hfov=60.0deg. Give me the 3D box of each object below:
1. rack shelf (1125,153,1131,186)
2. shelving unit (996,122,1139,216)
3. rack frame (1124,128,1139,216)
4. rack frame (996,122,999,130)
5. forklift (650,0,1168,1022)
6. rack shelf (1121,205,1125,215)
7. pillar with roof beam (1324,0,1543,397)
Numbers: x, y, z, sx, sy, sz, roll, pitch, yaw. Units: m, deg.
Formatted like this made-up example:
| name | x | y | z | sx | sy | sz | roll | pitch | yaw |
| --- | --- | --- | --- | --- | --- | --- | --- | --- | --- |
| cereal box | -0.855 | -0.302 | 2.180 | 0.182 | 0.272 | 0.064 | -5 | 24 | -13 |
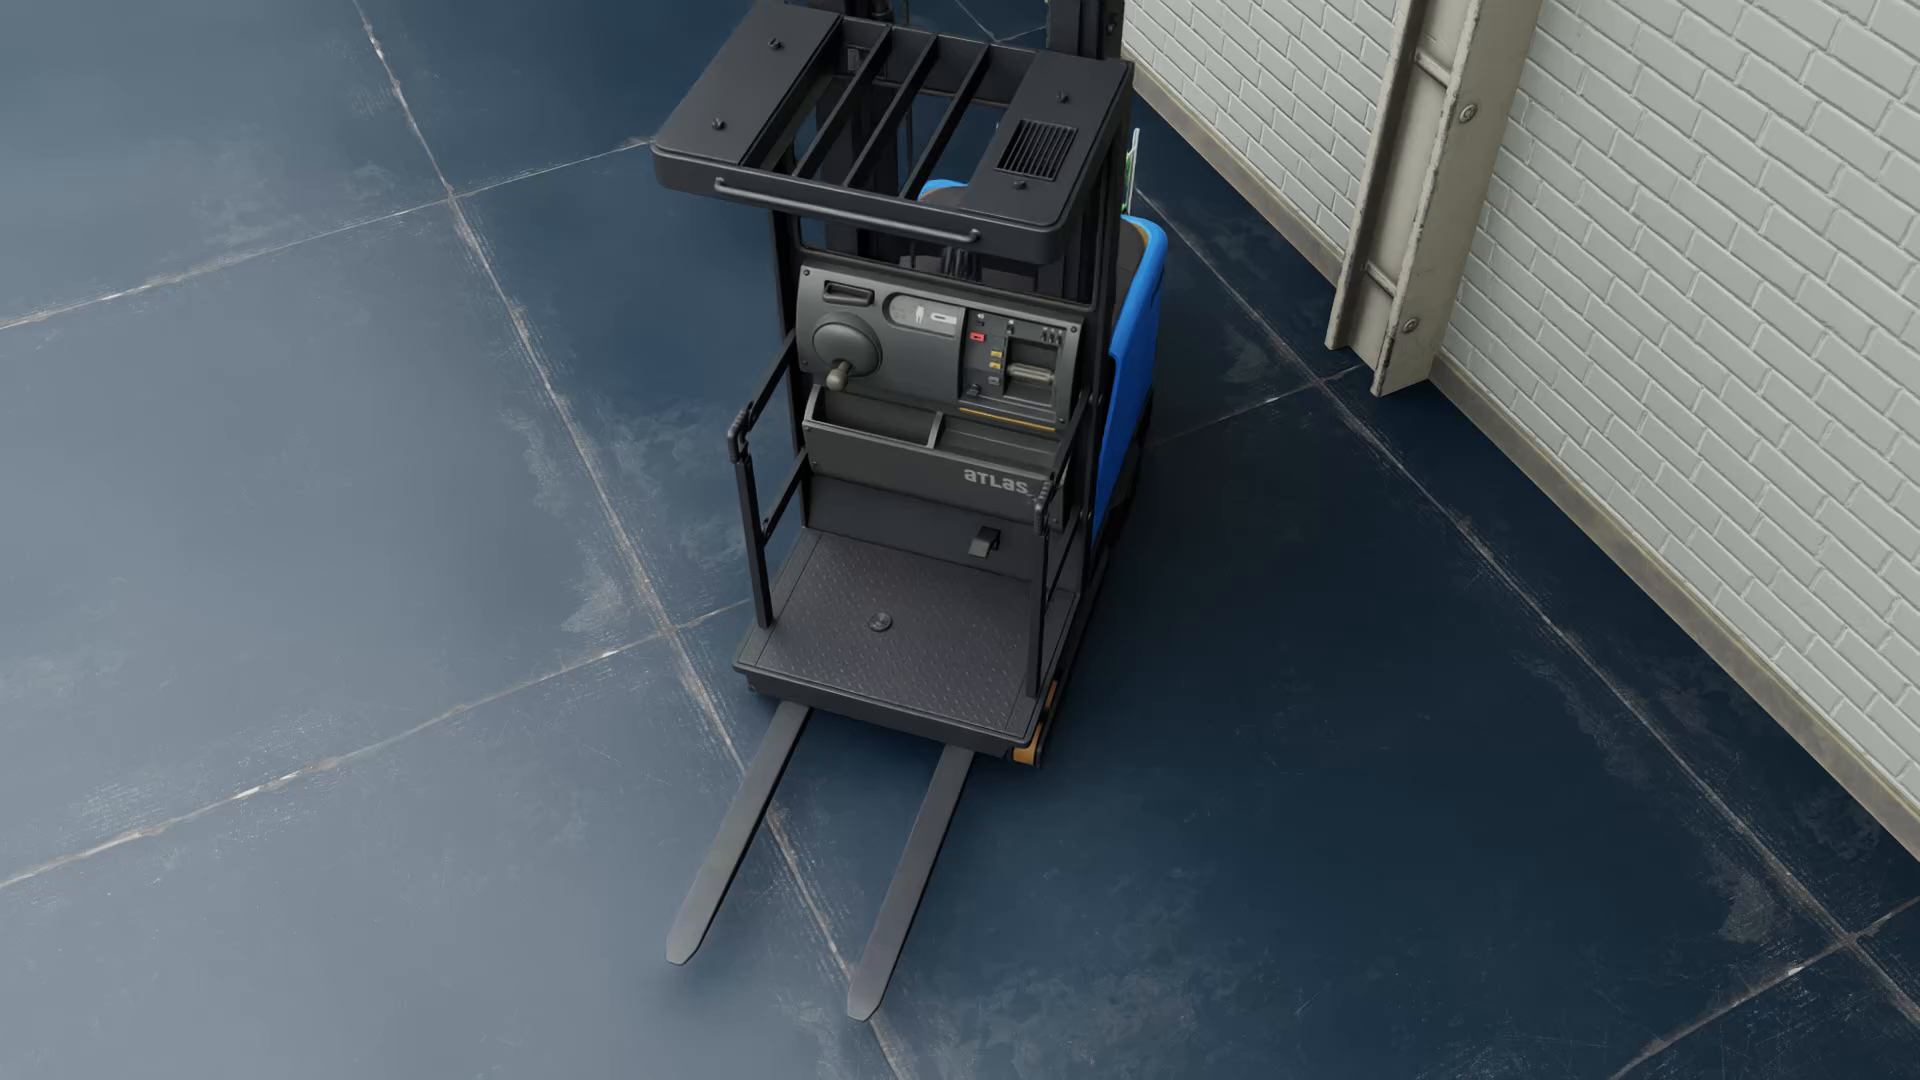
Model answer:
| name | x | y | z | sx | sy | sz | roll | pitch | yaw |
| --- | --- | --- | --- | --- | --- | --- | --- | --- | --- |
| rack shelf | 0.413 | -1.473 | 6.572 | 0.480 | 0.148 | 0.258 | 21 | 49 | 17 |
| shelving unit | 0.402 | -1.183 | 6.870 | 0.503 | 1.200 | 0.258 | 21 | 49 | 17 |
| rack frame | 0.620 | -1.101 | 6.799 | 0.015 | 1.200 | 0.240 | 21 | 49 | 17 |
| rack frame | 0.183 | -1.265 | 6.942 | 0.015 | 1.200 | 0.240 | 21 | 49 | 17 |
| forklift | -0.140 | -0.512 | 5.143 | 1.130 | 2.935 | 3.031 | 14 | 50 | 12 |
| rack shelf | 0.406 | -1.306 | 6.744 | 0.480 | 0.148 | 0.258 | 21 | 49 | 17 |
| pillar with roof beam | -1.980 | -2.279 | 2.658 | 9.100 | 9.000 | 0.400 | -21 | 52 | -18 |
